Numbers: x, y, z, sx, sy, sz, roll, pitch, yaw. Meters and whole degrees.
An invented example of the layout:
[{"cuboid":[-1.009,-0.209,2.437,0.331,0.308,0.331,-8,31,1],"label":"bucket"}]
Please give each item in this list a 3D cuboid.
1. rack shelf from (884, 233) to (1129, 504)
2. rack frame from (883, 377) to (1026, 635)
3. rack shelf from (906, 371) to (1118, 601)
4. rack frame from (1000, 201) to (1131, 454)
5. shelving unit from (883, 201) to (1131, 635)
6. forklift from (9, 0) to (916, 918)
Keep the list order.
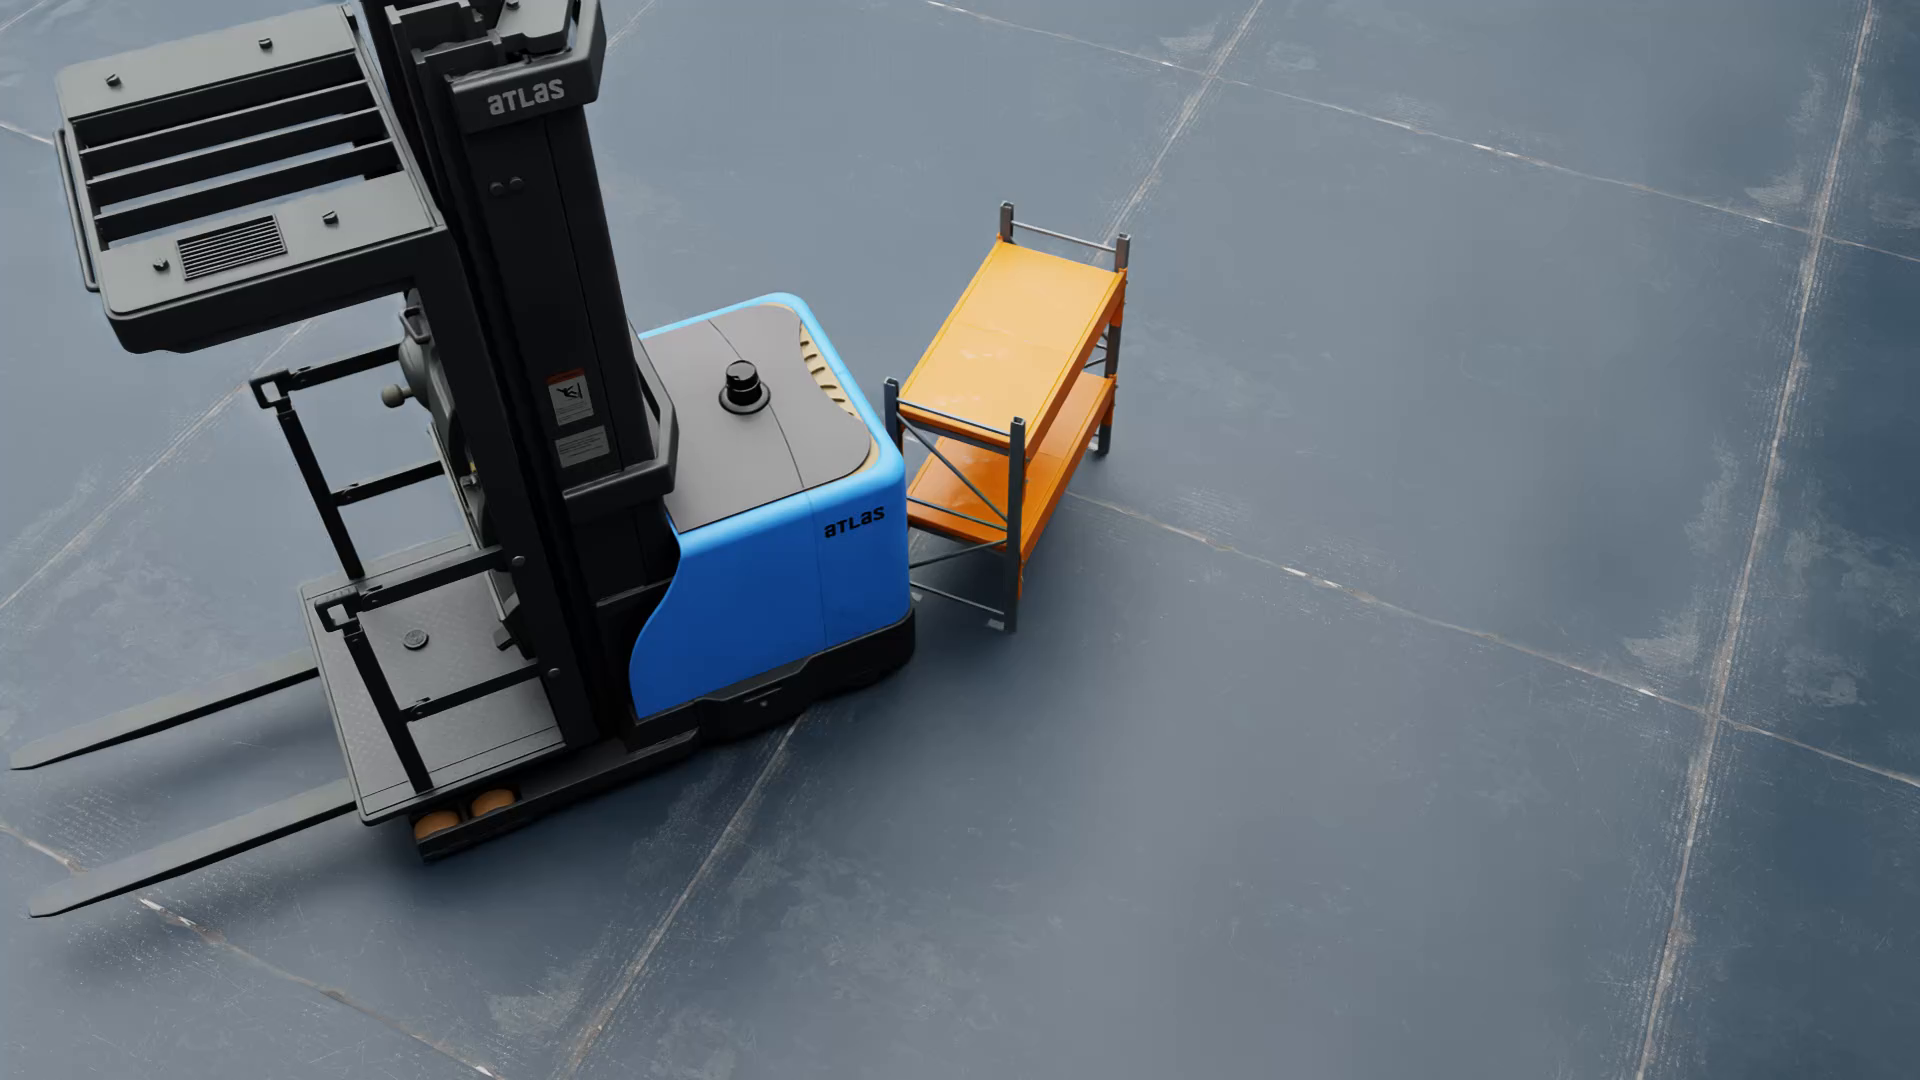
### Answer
[{"cuboid":[0.182,-0.639,5.986,0.538,0.278,1.000,18,52,15],"label":"rack shelf"},{"cuboid":[-0.020,-0.094,5.907,0.500,1.125,0.032,18,52,15],"label":"rack frame"},{"cuboid":[0.182,-0.291,6.395,0.538,0.278,1.000,18,52,15],"label":"rack shelf"},{"cuboid":[0.384,-0.805,6.511,0.500,1.125,0.032,18,52,15],"label":"rack frame"},{"cuboid":[0.182,-0.450,6.209,0.538,1.125,1.048,18,52,15],"label":"shelving unit"},{"cuboid":[-1.720,-0.340,4.930,3.031,2.935,1.130,-20,53,-16],"label":"forklift"}]
